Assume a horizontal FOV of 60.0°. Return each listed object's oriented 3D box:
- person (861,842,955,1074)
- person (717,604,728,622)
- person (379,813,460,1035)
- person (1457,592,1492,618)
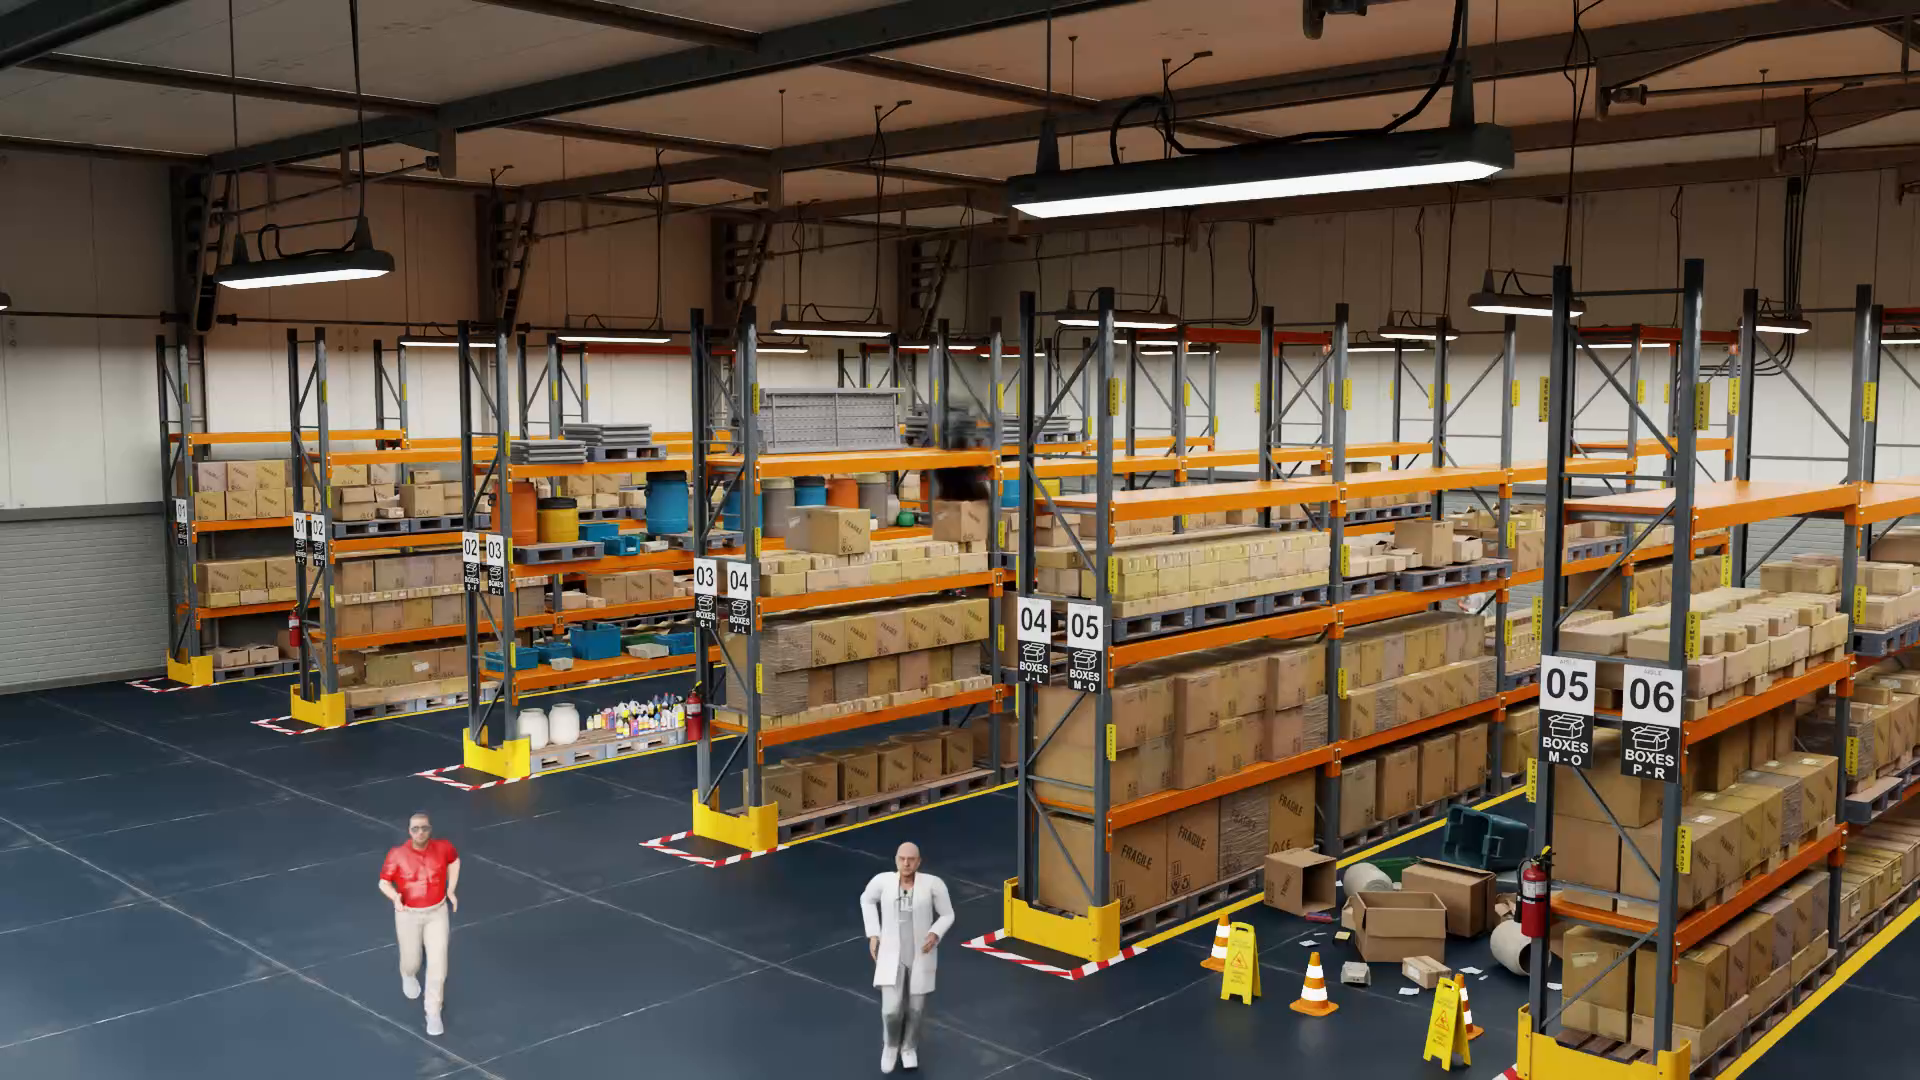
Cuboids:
[{"bbox_3d":[-0.391,3.153,12.402,0.709,1.721,0.714,0,5,-2],"label":"person"},{"bbox_3d":[-4.709,1.203,33.033,0.672,1.748,0.679,4,7,37],"label":"person"},{"bbox_3d":[-4.377,3.043,13.525,0.647,1.719,0.943,-2,6,-23],"label":"person"},{"bbox_3d":[9.475,1.428,30.534,0.715,1.771,0.830,-2,6,-18],"label":"person"}]
